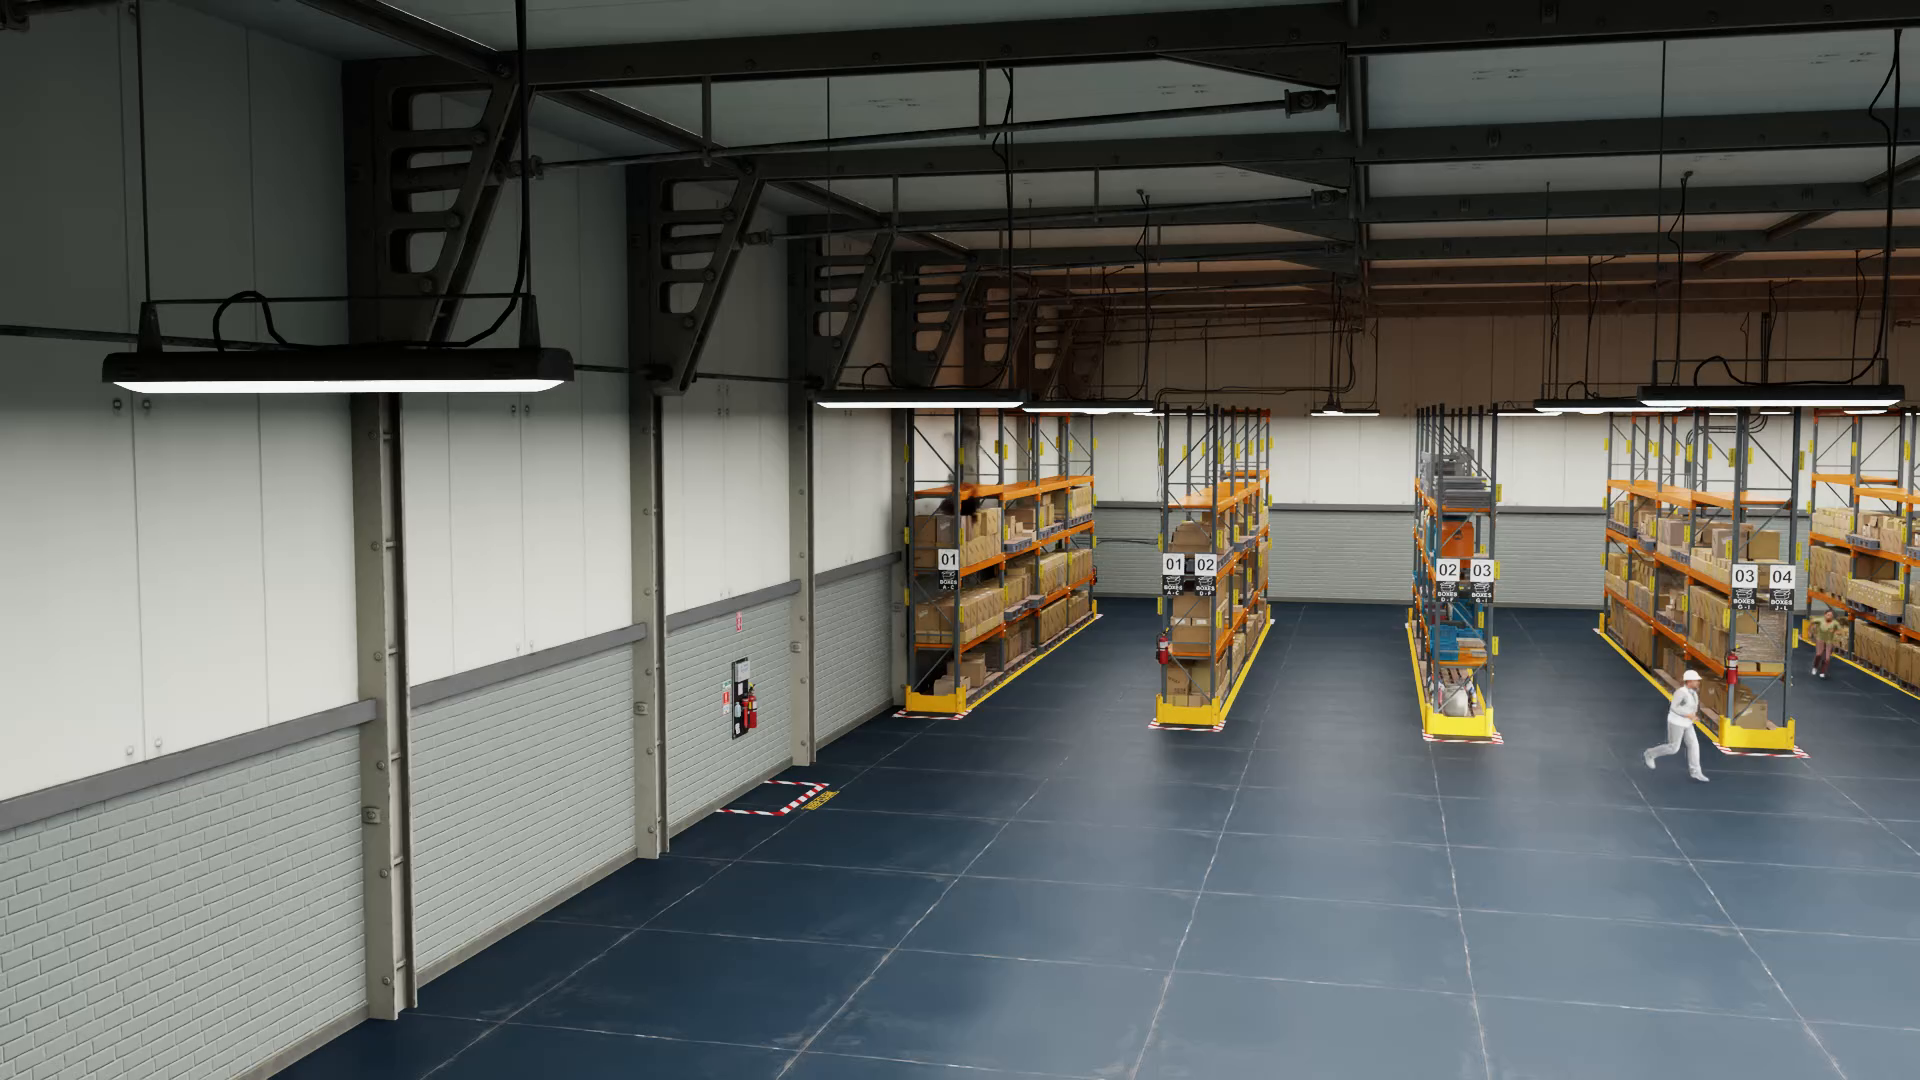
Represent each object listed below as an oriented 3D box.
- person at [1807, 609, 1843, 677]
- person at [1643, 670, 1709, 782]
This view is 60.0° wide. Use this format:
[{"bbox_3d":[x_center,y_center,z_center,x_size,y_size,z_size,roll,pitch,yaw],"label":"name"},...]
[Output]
[{"bbox_3d":[19.165,2.293,36.854,0.658,1.566,0.713,1,4,19],"label":"person"},{"bbox_3d":[11.461,2.922,26.520,0.695,1.740,1.054,-4,6,-43],"label":"person"}]
